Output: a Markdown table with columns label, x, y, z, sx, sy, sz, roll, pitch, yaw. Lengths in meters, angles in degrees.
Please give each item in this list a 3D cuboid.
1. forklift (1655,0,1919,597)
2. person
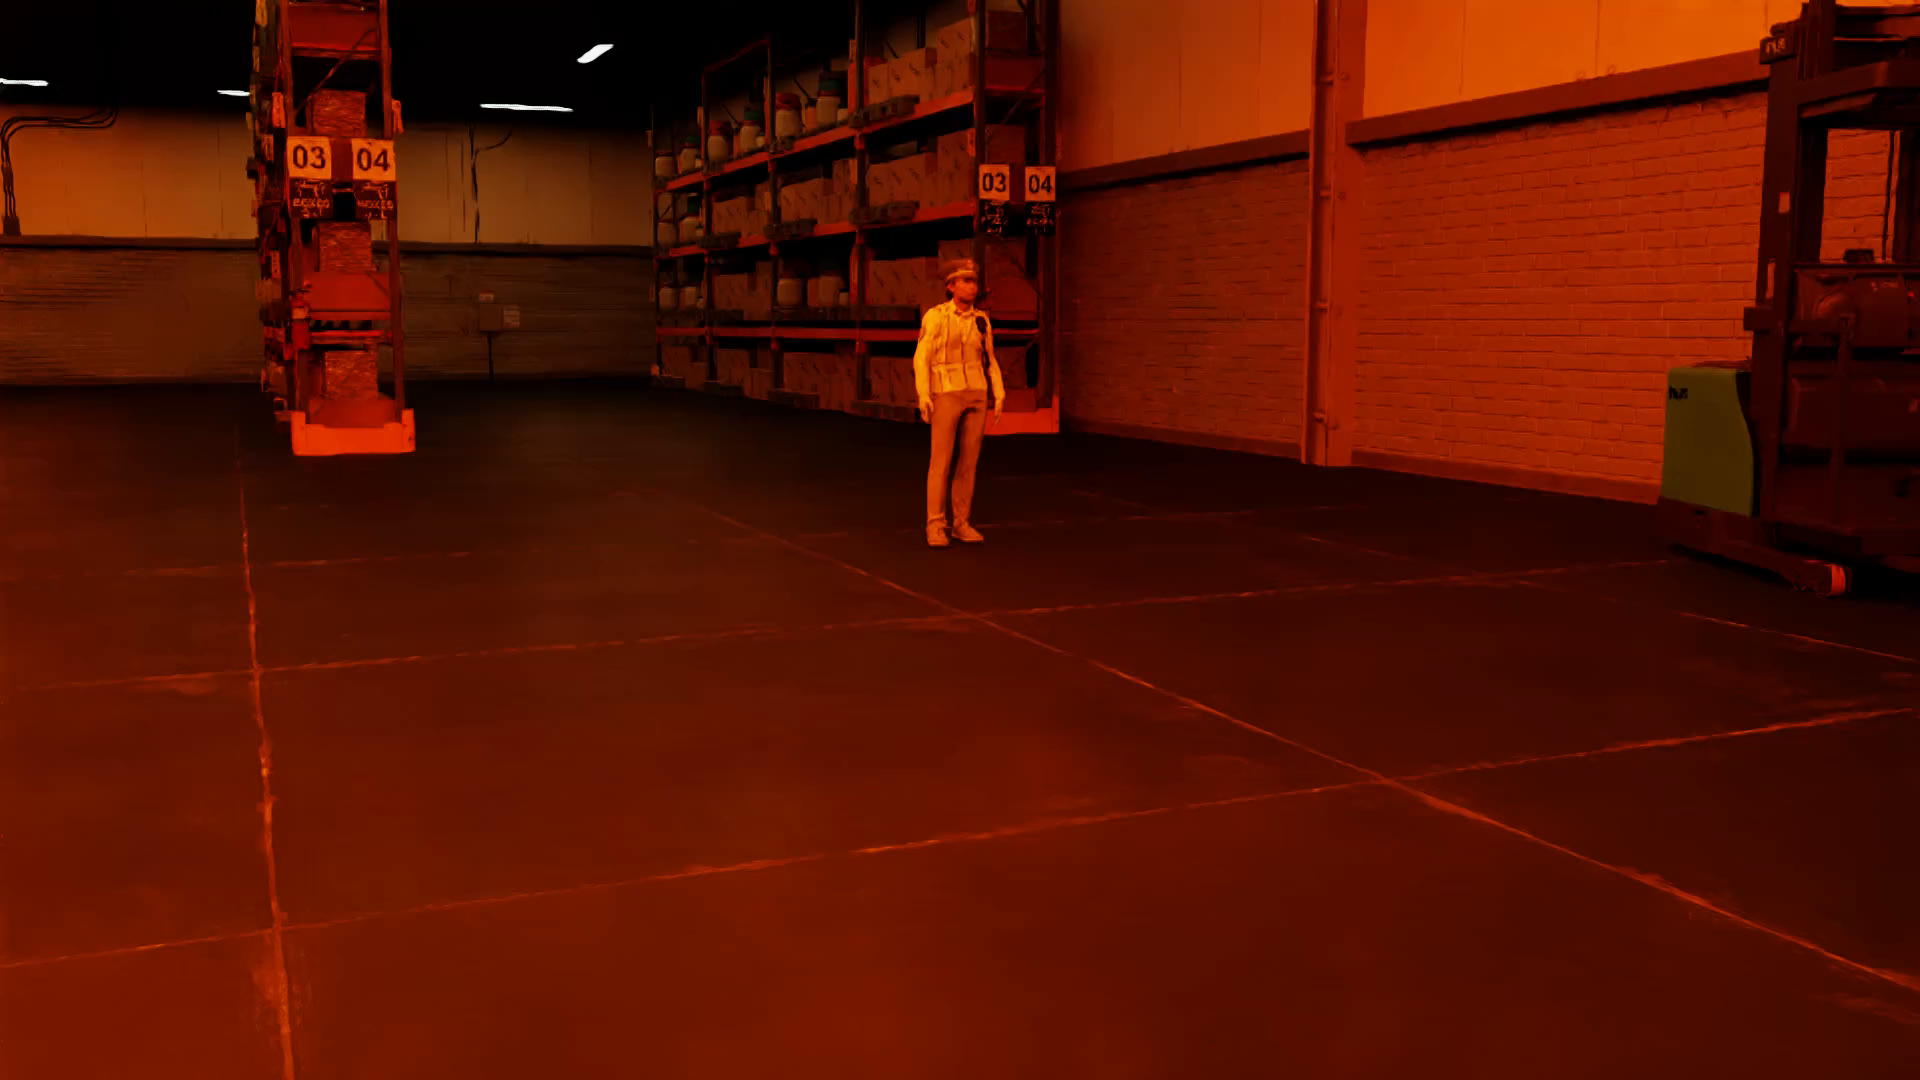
| label | x | y | z | sx | sy | sz | roll | pitch | yaw |
| --- | --- | --- | --- | --- | --- | --- | --- | --- | --- |
| forklift | 4.685 | -1.217 | 8.168 | 1.130 | 2.935 | 3.031 | 0 | 8 | -4 |
| person | 0.021 | -0.837 | 9.978 | 0.586 | 1.692 | 0.533 | -3 | 8 | -23 |
